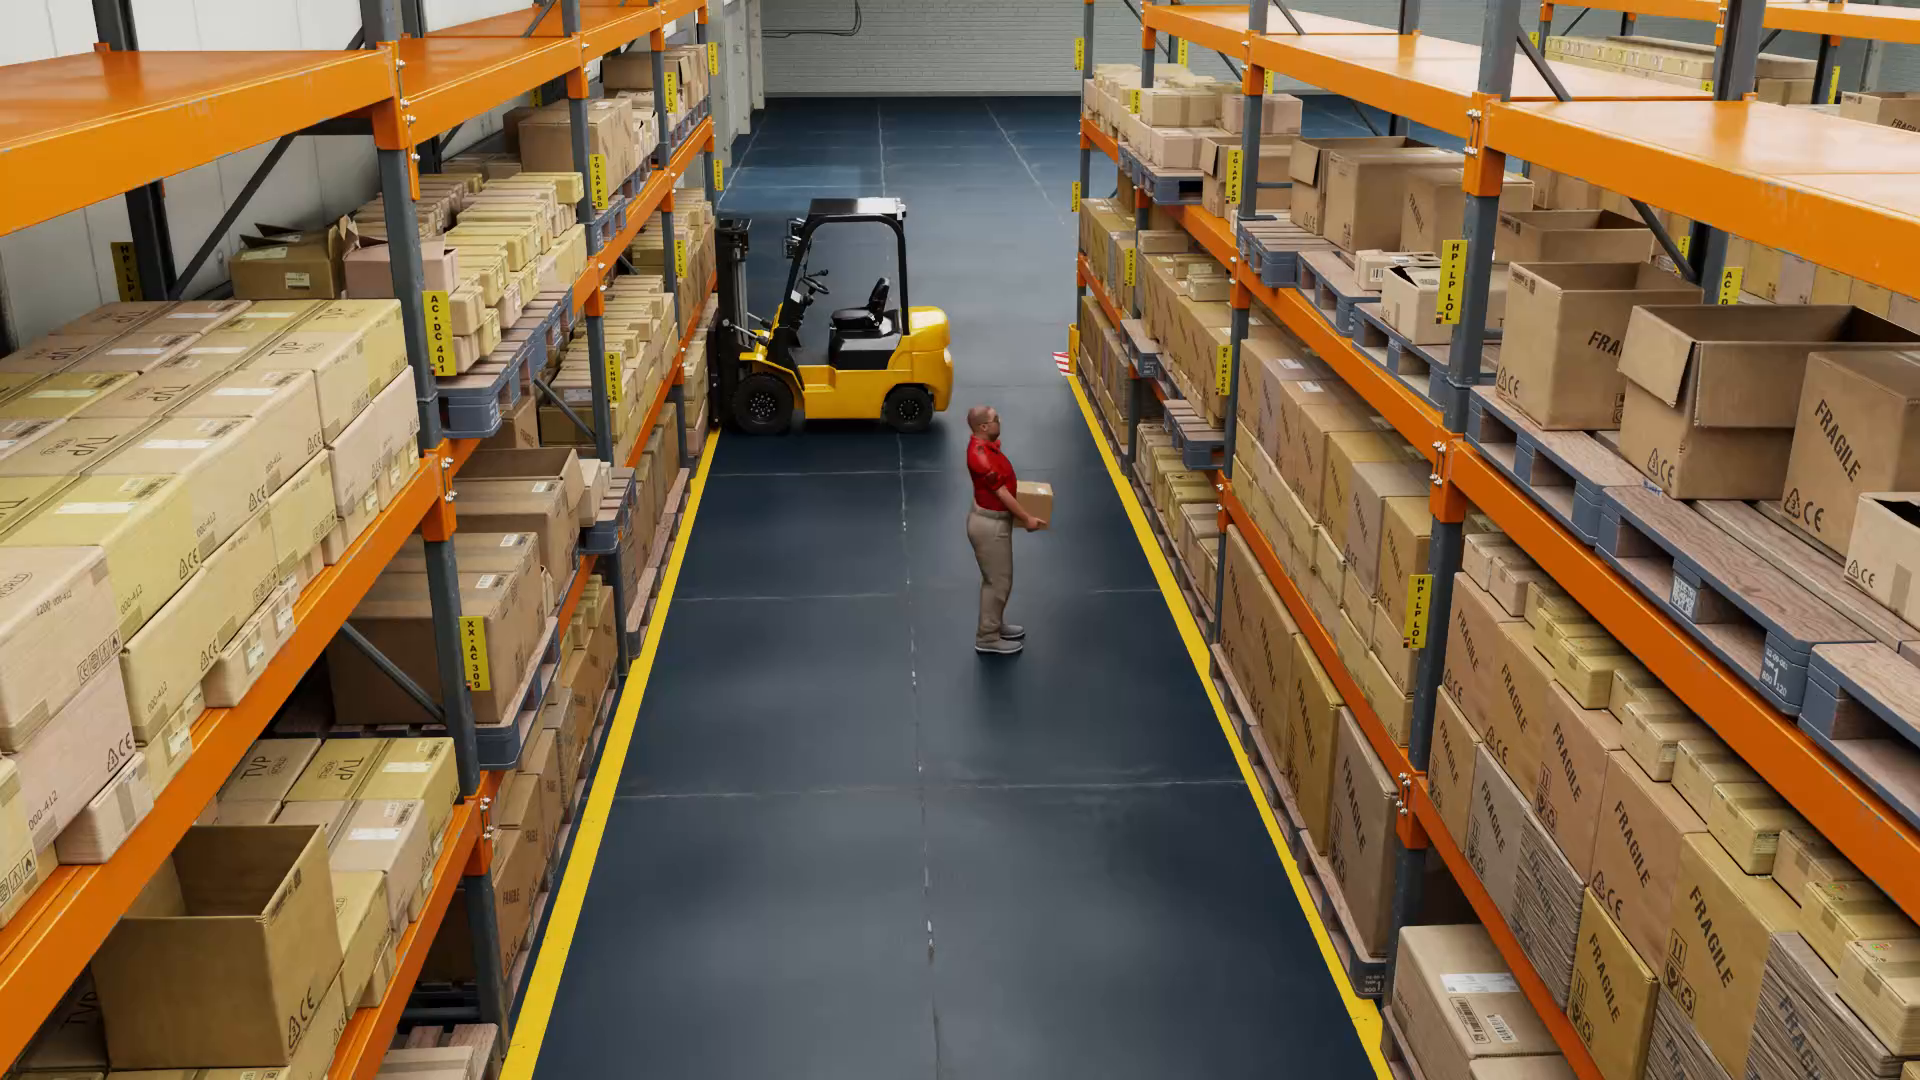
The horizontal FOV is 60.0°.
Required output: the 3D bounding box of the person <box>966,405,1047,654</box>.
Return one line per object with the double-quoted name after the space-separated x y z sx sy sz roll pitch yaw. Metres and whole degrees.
0.310 -0.093 11.368 0.537 1.712 0.493 -1 20 -3 "person"
